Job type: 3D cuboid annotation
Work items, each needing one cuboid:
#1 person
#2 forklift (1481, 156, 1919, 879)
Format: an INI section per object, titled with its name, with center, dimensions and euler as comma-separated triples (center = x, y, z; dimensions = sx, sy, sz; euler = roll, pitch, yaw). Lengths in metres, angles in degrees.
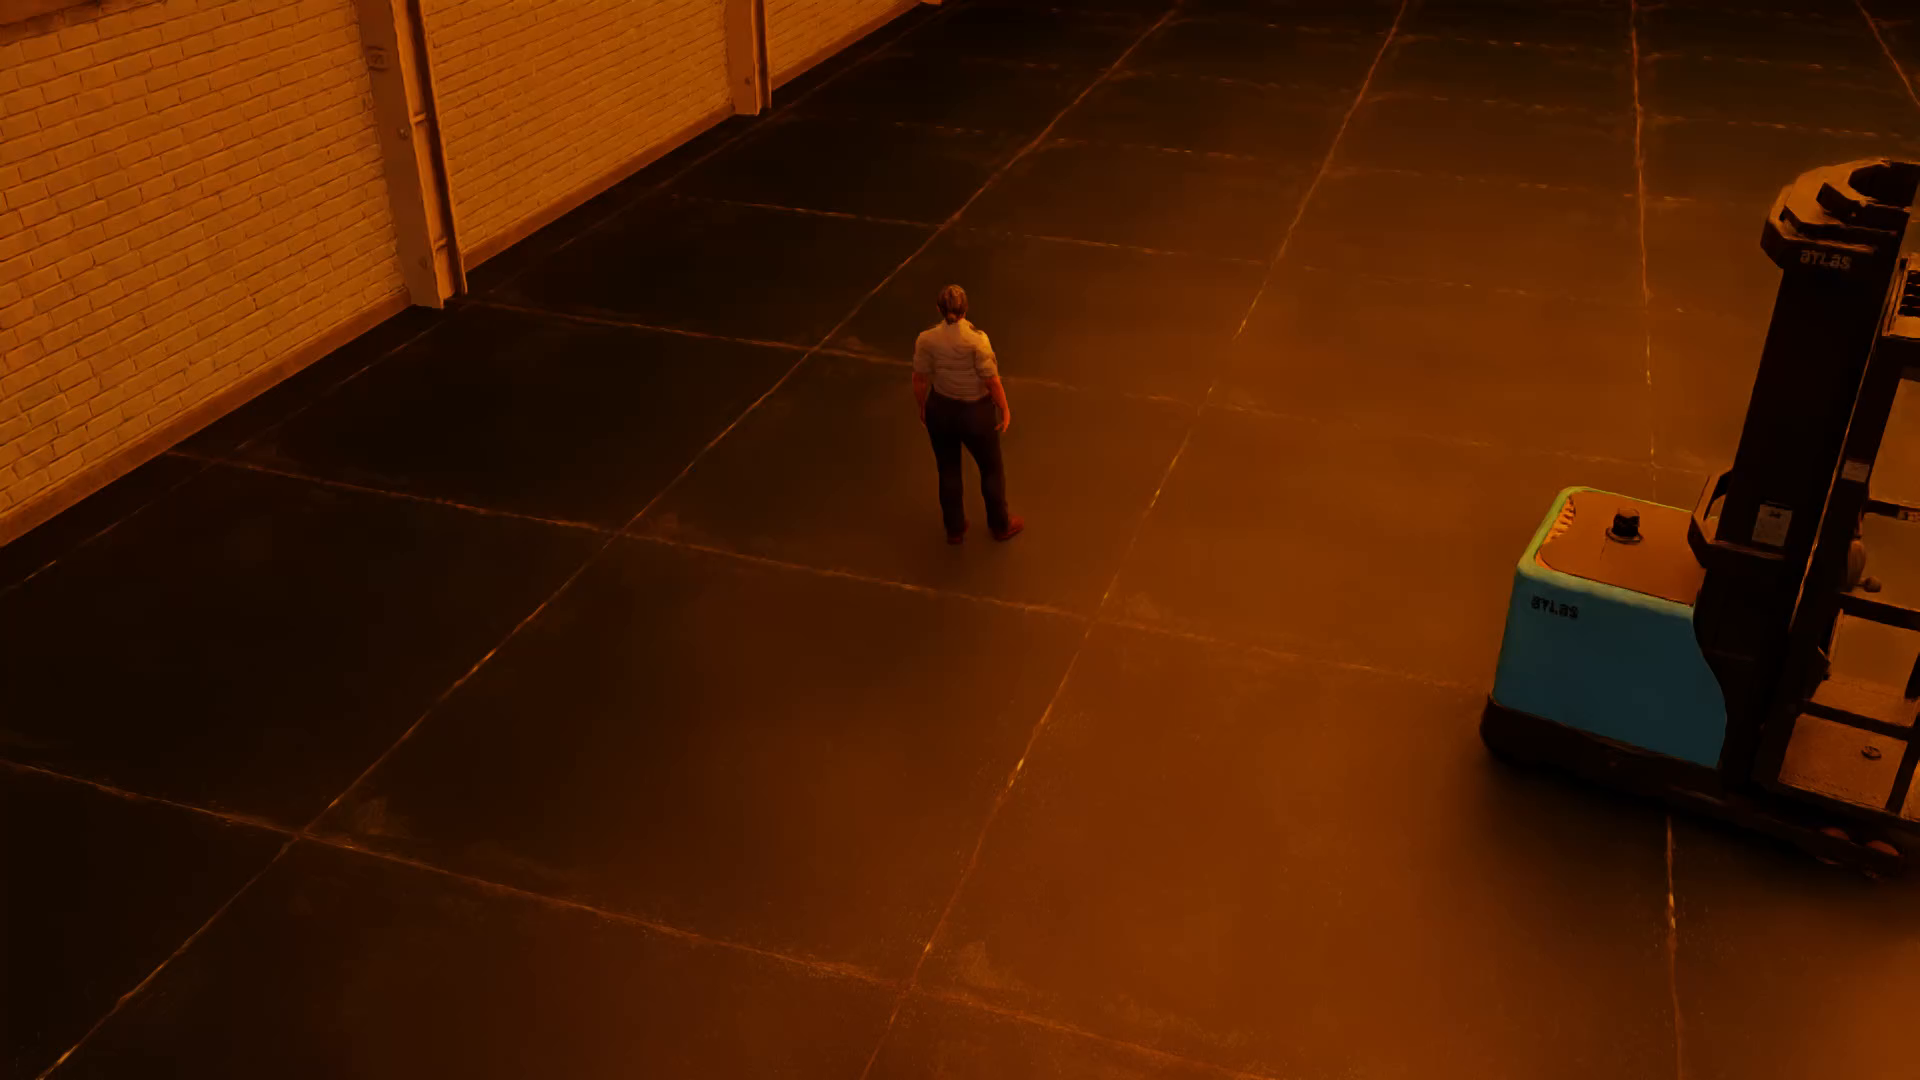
[person]
center = 0.051, -0.756, 9.755
dimensions = 0.599, 1.640, 0.502
euler = 10, 31, 16
[forklift]
center = 4.119, -0.059, 7.240
dimensions = 3.031, 2.935, 1.130
euler = 16, 33, 26
